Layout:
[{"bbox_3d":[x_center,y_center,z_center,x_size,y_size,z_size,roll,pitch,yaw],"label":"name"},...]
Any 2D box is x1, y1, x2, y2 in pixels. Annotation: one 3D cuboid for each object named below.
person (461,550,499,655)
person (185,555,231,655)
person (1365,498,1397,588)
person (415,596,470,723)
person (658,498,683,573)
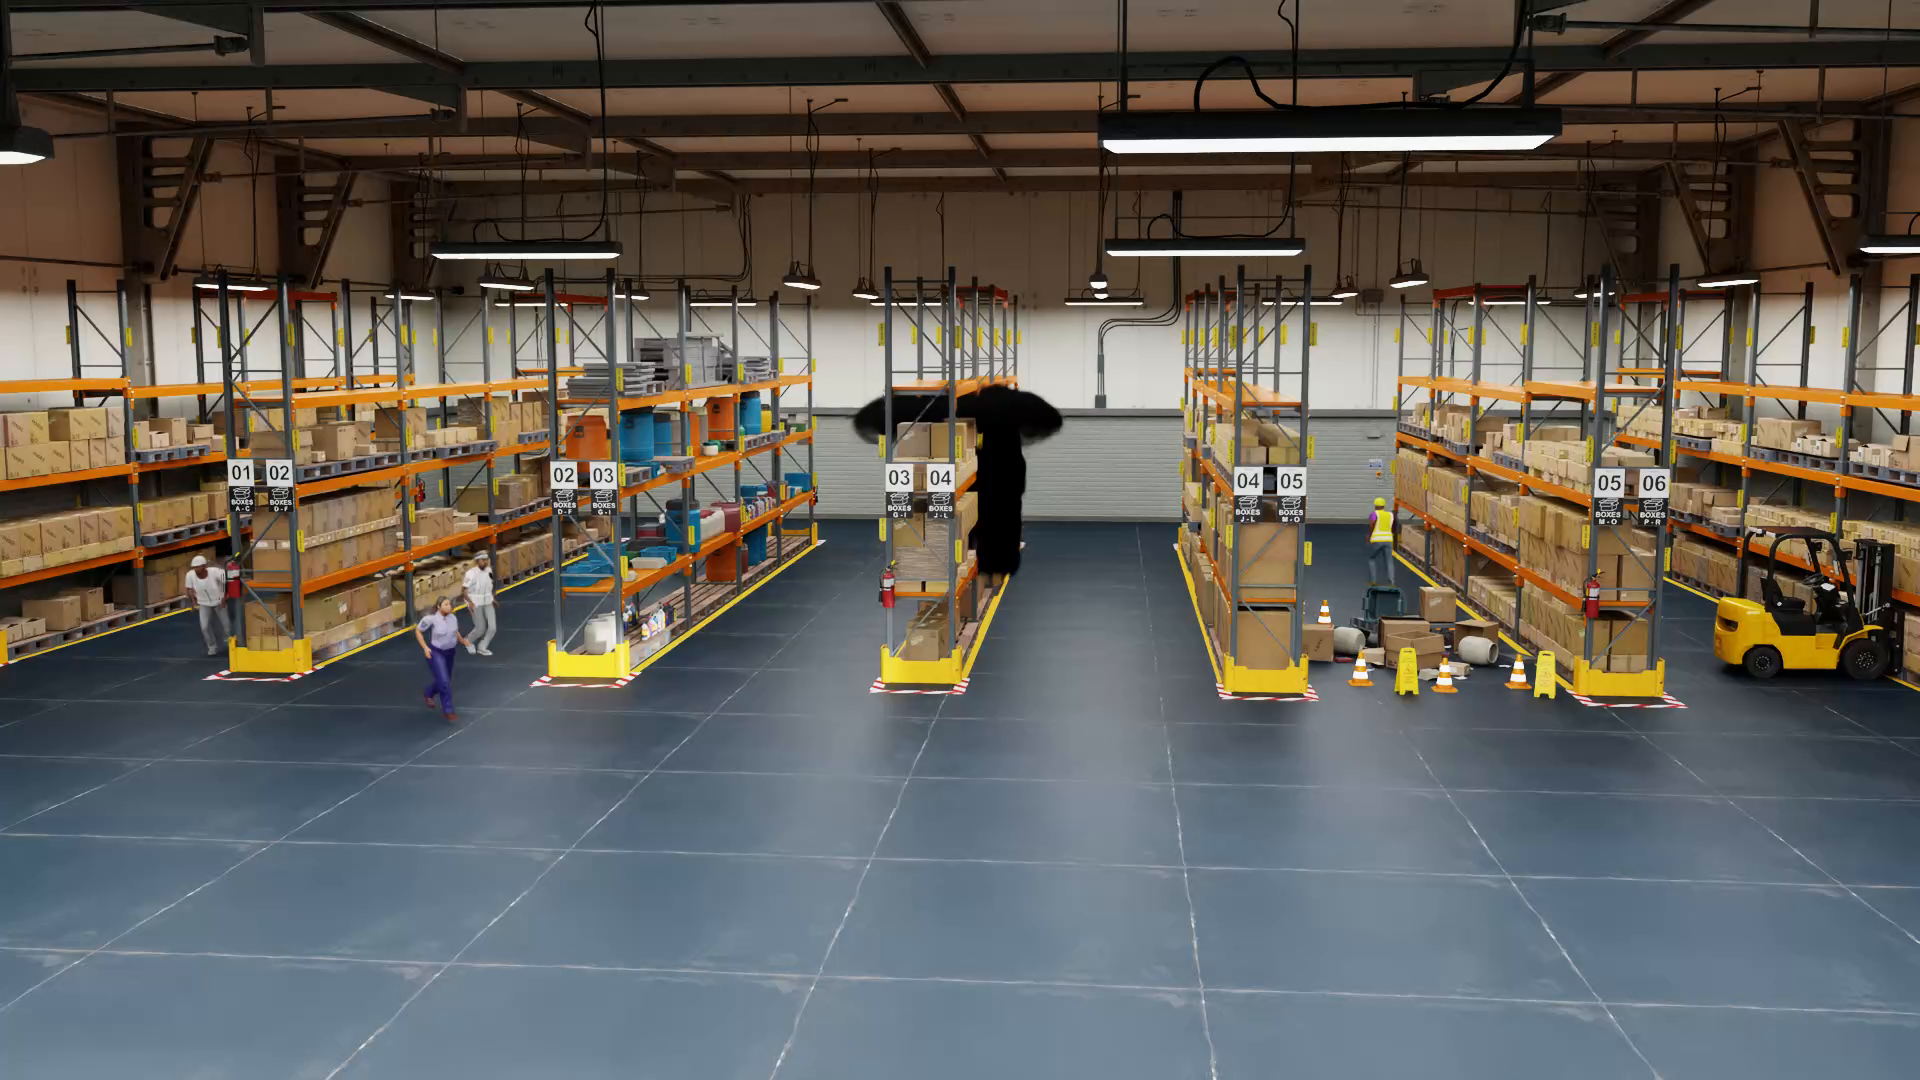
[{"bbox_3d":[-7.171,0.931,24.828,0.570,1.600,0.558,7,10,43],"label":"person"},{"bbox_3d":[-11.877,1.009,26.387,0.727,1.624,0.900,-2,7,-19],"label":"person"},{"bbox_3d":[7.991,0.074,31.554,0.714,1.727,0.967,-1,7,-9],"label":"person"},{"bbox_3d":[-6.879,1.546,21.953,0.886,1.661,0.581,4,8,33],"label":"person"},{"bbox_3d":[-6.009,-0.087,35.089,0.675,1.660,0.900,-1,7,-4],"label":"person"}]
